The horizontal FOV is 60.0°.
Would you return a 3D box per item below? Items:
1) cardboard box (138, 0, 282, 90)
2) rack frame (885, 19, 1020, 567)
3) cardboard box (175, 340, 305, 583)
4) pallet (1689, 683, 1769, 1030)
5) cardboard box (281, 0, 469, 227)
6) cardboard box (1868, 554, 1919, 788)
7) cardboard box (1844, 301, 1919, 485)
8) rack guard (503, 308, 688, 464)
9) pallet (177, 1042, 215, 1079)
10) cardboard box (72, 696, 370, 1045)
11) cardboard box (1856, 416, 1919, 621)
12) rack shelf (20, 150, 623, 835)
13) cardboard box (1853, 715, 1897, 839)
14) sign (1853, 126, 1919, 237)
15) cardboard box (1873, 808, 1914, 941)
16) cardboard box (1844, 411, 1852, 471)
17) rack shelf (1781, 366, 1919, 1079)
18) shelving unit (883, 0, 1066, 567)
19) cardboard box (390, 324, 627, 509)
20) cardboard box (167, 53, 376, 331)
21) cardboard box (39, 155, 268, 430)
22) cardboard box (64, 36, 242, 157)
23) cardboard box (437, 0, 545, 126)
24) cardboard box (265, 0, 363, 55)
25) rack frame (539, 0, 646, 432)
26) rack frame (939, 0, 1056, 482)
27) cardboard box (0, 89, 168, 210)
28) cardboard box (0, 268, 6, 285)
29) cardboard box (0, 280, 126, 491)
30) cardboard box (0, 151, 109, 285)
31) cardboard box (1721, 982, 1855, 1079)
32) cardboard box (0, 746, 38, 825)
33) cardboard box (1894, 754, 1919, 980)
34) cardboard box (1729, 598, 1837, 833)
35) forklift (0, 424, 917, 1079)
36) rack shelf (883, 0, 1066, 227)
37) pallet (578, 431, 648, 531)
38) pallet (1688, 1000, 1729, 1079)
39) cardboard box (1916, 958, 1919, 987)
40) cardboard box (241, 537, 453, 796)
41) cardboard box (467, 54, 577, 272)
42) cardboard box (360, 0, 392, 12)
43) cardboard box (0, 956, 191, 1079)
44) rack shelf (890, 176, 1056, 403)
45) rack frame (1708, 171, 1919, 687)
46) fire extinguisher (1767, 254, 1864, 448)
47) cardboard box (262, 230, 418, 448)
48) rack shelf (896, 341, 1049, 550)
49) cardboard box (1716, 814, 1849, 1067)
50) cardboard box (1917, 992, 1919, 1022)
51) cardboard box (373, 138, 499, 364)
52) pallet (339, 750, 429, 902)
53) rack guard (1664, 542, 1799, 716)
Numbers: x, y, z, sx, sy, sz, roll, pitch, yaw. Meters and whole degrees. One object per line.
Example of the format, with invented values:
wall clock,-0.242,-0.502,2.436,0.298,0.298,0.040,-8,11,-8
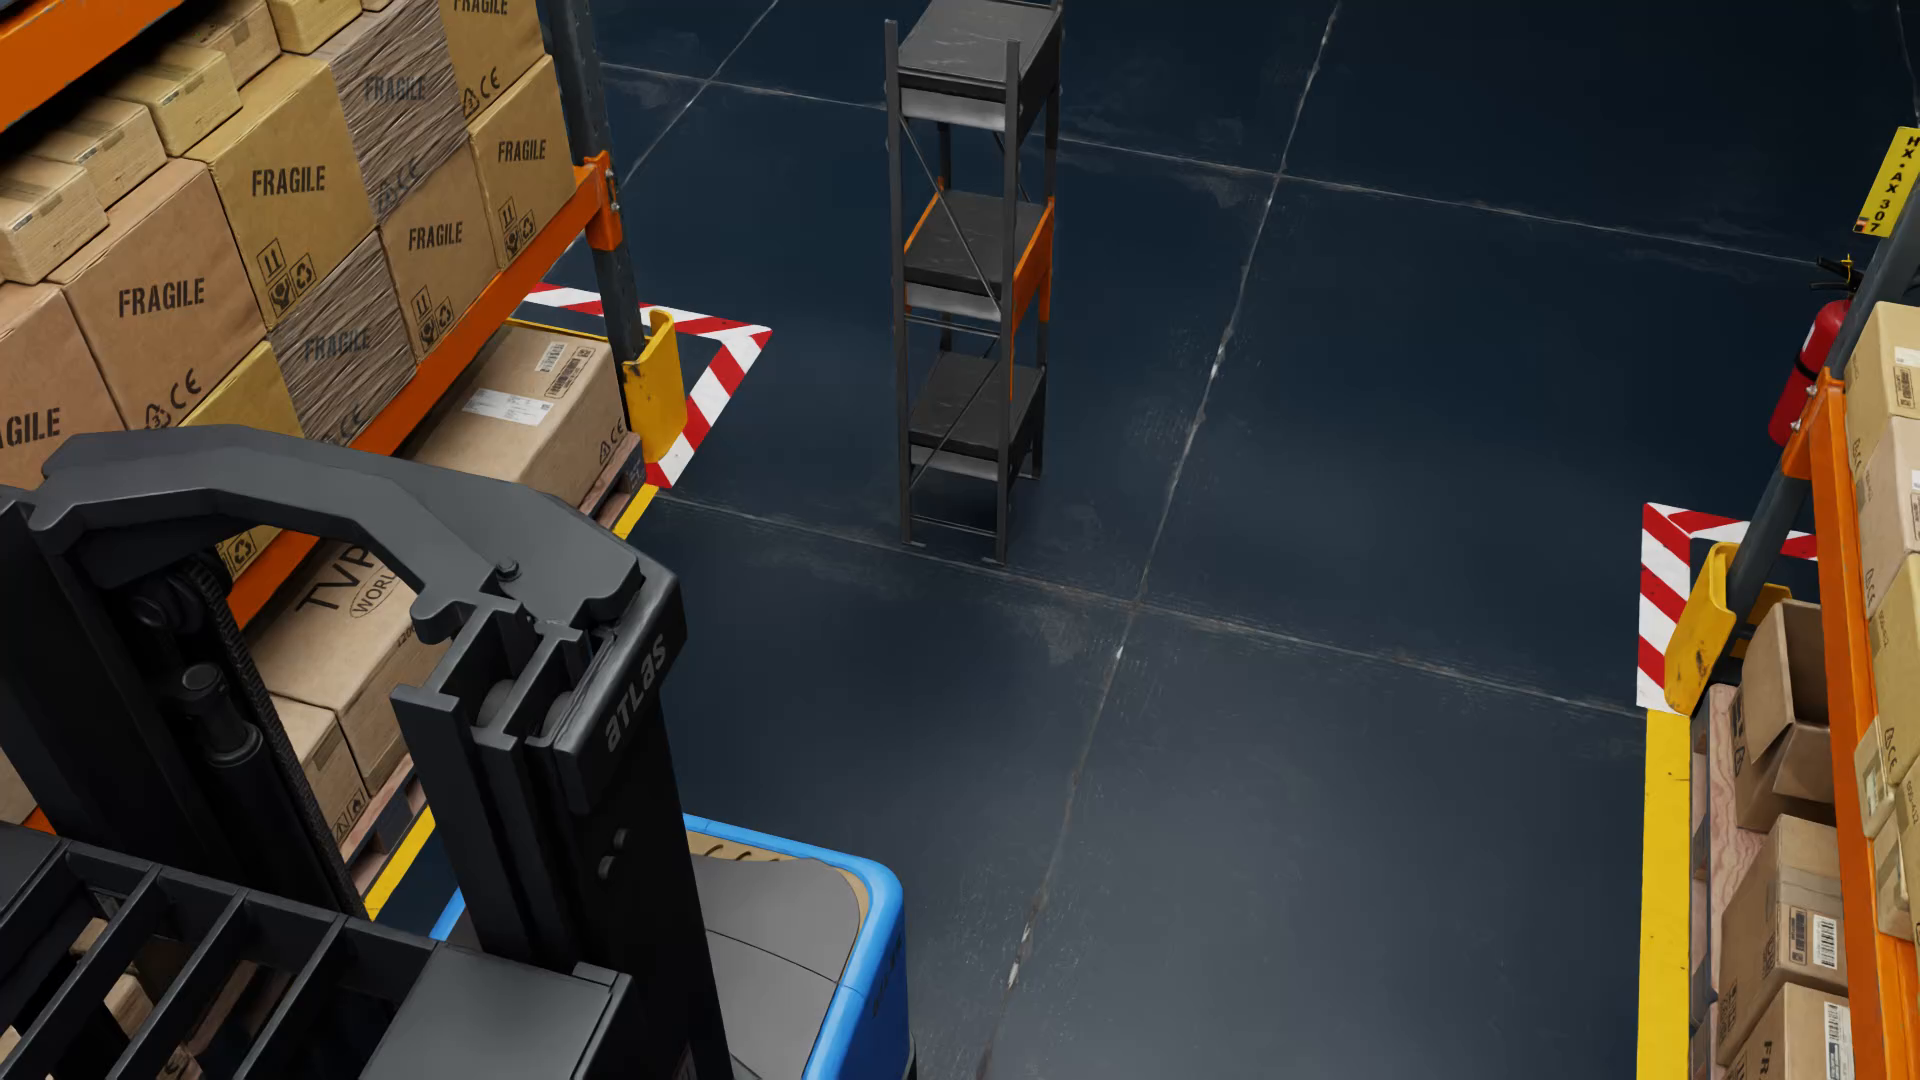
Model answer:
cardboard box,-1.935,-1.243,4.126,0.380,0.149,0.250,12,46,12
rack frame,-0.024,-0.698,5.462,0.400,2.100,0.015,13,46,12
cardboard box,-2.054,-0.218,4.256,0.500,0.500,0.500,14,46,14
pallet,2.765,1.045,5.031,1.003,0.211,1.213,13,46,13
cardboard box,-1.752,-1.249,4.596,0.500,0.500,0.500,13,46,13
cardboard box,2.332,0.334,3.659,0.500,0.250,0.500,12,46,12
cardboard box,2.635,-0.341,4.348,0.500,0.250,0.500,13,46,13
rack guard,-1.696,-0.705,6.613,1.175,0.500,0.348,13,46,13
pallet,-2.610,1.590,4.474,1.003,0.211,1.213,13,46,13
cardboard box,-2.351,0.857,4.762,0.875,0.438,0.875,11,45,11
cardboard box,2.482,-0.005,4.005,0.500,0.250,0.500,13,46,13
rack shelf,-2.309,0.008,4.612,1.077,0.370,4.000,13,46,13
cardboard box,2.230,0.565,3.707,0.380,0.149,0.250,11,46,11
sign,2.512,-0.958,4.465,0.100,0.325,0.005,13,46,13
cardboard box,2.170,0.745,3.524,0.380,0.149,0.250,14,46,13
cardboard box,2.668,-0.283,4.574,0.380,0.149,0.250,12,46,12
rack shelf,2.423,1.056,3.540,1.077,0.370,4.000,13,46,13
shelving unit,0.050,-0.861,5.628,0.431,2.100,0.503,13,46,12
cardboard box,-1.808,-0.356,6.001,0.875,0.438,0.875,11,45,11
cardboard box,-1.905,-0.920,4.259,0.500,0.500,0.500,12,46,12
cardboard box,-2.059,-0.586,3.917,0.500,0.500,0.500,12,46,12
cardboard box,-1.955,-1.064,3.942,0.380,0.149,0.250,14,46,13
cardboard box,-1.622,-1.604,4.958,0.500,0.500,0.500,14,46,14
cardboard box,-1.788,-1.403,4.288,0.380,0.149,0.250,14,46,13
rack frame,-1.703,-1.583,5.723,1.000,3.000,0.127,13,46,13
rack frame,0.124,-1.023,5.795,0.400,2.100,0.015,13,46,12
cardboard box,-2.052,-0.893,3.768,0.380,0.149,0.250,14,46,14
cardboard box,-2.232,-0.559,3.426,0.380,0.149,0.250,12,46,12
cardboard box,-2.215,-0.250,3.574,0.500,0.500,0.500,13,46,13
cardboard box,-2.092,-0.708,3.579,0.380,0.149,0.250,13,46,13
cardboard box,2.202,1.490,4.070,0.500,0.500,0.500,13,46,13
cardboard box,-2.366,0.456,3.568,0.500,0.500,0.500,13,46,13
cardboard box,2.197,0.679,3.306,0.500,0.250,0.500,11,46,11
cardboard box,2.753,0.596,4.981,0.797,0.503,0.637,11,45,11
forklift,-1.023,1.389,2.735,1.130,2.935,3.031,12,46,12
rack shelf,0.050,-1.351,5.148,0.431,0.518,0.480,13,46,12
pallet,-1.871,-0.036,6.136,1.003,0.211,1.213,13,46,13
pallet,2.394,1.856,4.203,1.003,0.211,1.213,13,46,13
cardboard box,2.157,0.931,3.333,0.380,0.149,0.250,12,46,12
cardboard box,-2.077,0.256,5.375,0.875,0.438,0.875,14,46,14
cardboard box,-1.597,-1.241,5.302,0.500,0.500,0.500,13,46,13
cardboard box,-1.673,-1.562,4.451,0.380,0.149,0.250,12,46,12
cardboard box,-2.622,1.453,4.152,0.875,0.438,0.875,12,46,12
rack shelf,0.050,-0.851,5.638,0.431,0.518,0.480,13,46,12
rack frame,3.029,-0.534,4.651,1.000,3.000,0.127,13,46,13
fire extinguisher,2.633,-0.569,5.008,0.296,0.674,0.183,13,46,13
cardboard box,-1.910,-0.564,4.611,0.500,0.500,0.500,14,46,14
rack shelf,0.050,-0.351,6.128,0.431,0.518,0.480,13,46,12
cardboard box,2.457,1.159,4.408,0.700,0.500,0.500,14,46,14
cardboard box,2.040,1.022,2.956,0.500,0.250,0.500,12,46,12
cardboard box,-1.763,-0.909,4.963,0.500,0.500,0.500,12,46,12
pallet,-2.242,0.774,5.308,1.003,0.211,1.213,13,46,12
rack guard,3.006,0.410,5.473,1.175,0.500,0.348,13,46,13
